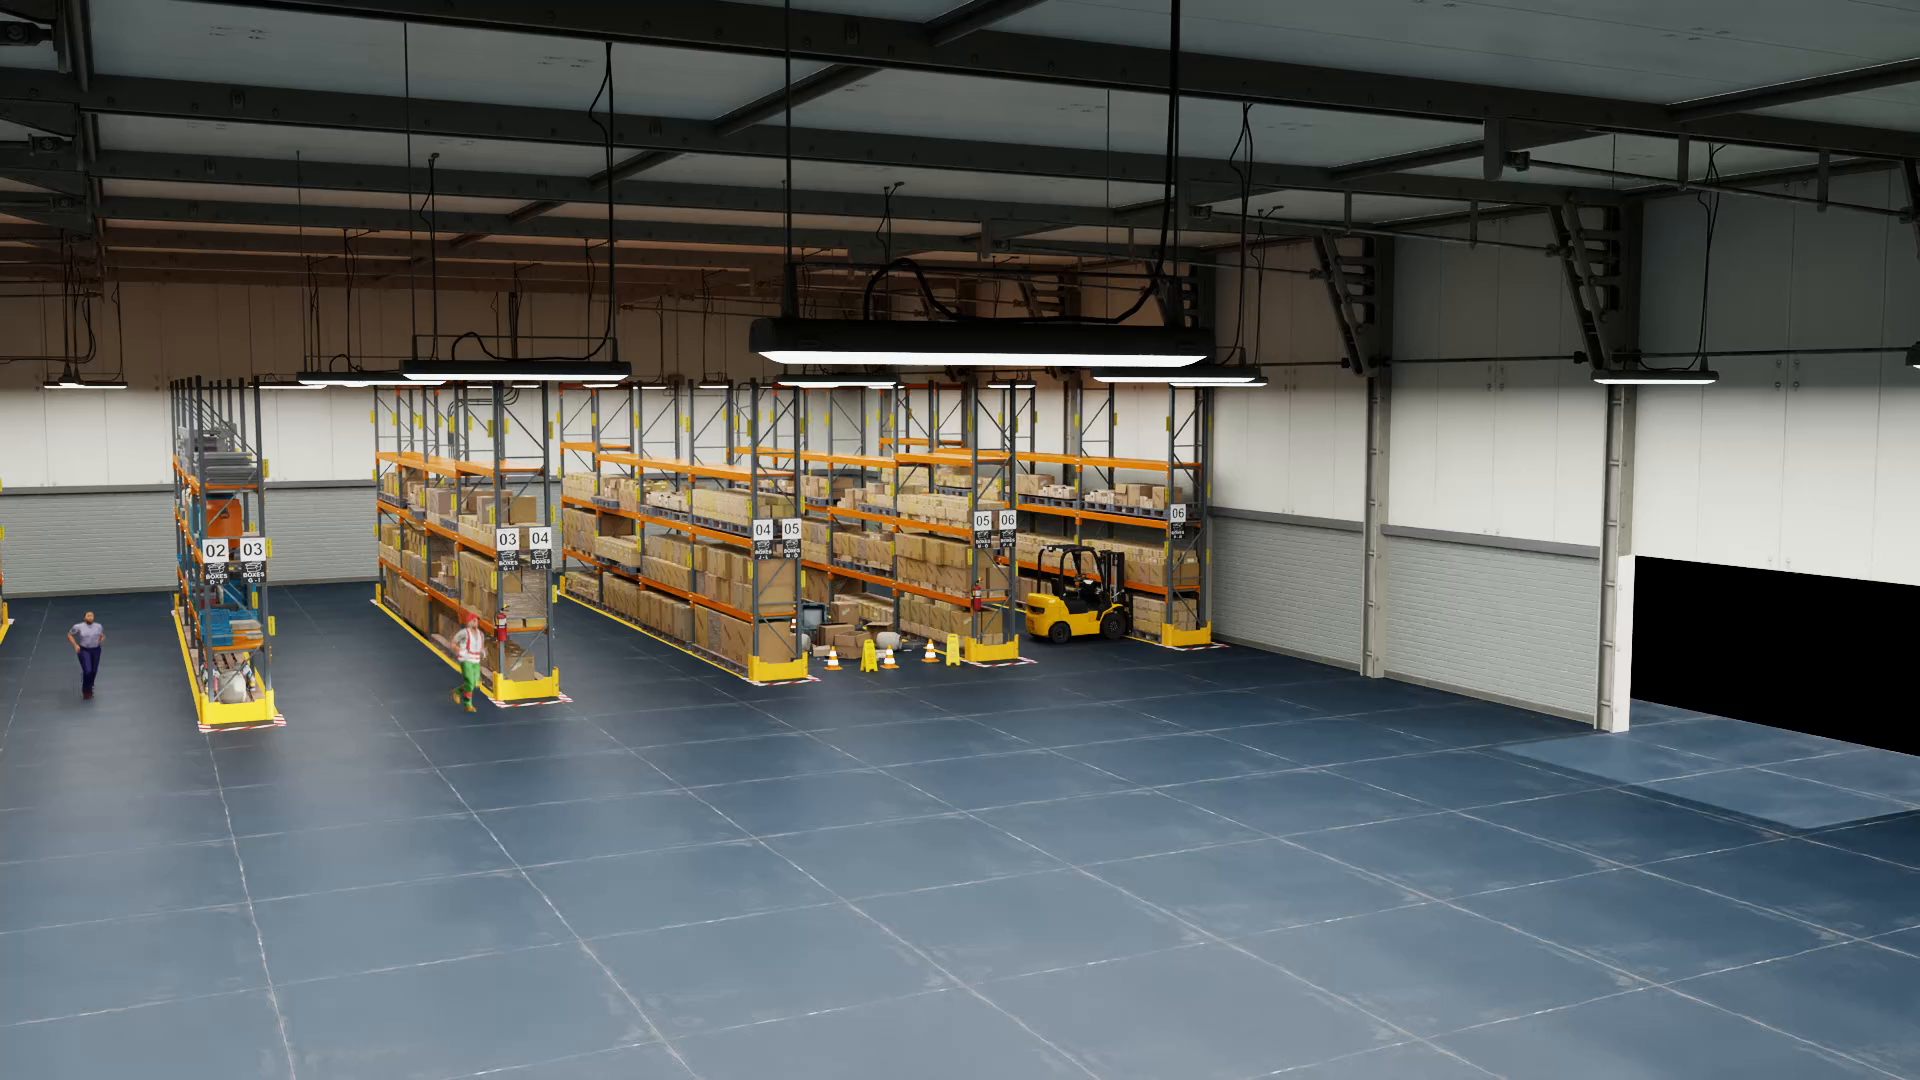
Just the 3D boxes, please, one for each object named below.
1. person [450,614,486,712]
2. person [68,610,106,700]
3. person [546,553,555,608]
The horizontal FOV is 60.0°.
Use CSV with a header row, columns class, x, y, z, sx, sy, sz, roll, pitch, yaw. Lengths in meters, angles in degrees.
class,x,y,z,sx,sy,sz,roll,pitch,yaw
person,-8.890,2.197,30.084,0.708,1.739,0.701,4,6,37
person,-16.278,2.156,31.099,0.721,1.693,0.581,4,7,40
person,-11.184,0.902,44.563,0.659,1.772,1.049,-2,5,-22
